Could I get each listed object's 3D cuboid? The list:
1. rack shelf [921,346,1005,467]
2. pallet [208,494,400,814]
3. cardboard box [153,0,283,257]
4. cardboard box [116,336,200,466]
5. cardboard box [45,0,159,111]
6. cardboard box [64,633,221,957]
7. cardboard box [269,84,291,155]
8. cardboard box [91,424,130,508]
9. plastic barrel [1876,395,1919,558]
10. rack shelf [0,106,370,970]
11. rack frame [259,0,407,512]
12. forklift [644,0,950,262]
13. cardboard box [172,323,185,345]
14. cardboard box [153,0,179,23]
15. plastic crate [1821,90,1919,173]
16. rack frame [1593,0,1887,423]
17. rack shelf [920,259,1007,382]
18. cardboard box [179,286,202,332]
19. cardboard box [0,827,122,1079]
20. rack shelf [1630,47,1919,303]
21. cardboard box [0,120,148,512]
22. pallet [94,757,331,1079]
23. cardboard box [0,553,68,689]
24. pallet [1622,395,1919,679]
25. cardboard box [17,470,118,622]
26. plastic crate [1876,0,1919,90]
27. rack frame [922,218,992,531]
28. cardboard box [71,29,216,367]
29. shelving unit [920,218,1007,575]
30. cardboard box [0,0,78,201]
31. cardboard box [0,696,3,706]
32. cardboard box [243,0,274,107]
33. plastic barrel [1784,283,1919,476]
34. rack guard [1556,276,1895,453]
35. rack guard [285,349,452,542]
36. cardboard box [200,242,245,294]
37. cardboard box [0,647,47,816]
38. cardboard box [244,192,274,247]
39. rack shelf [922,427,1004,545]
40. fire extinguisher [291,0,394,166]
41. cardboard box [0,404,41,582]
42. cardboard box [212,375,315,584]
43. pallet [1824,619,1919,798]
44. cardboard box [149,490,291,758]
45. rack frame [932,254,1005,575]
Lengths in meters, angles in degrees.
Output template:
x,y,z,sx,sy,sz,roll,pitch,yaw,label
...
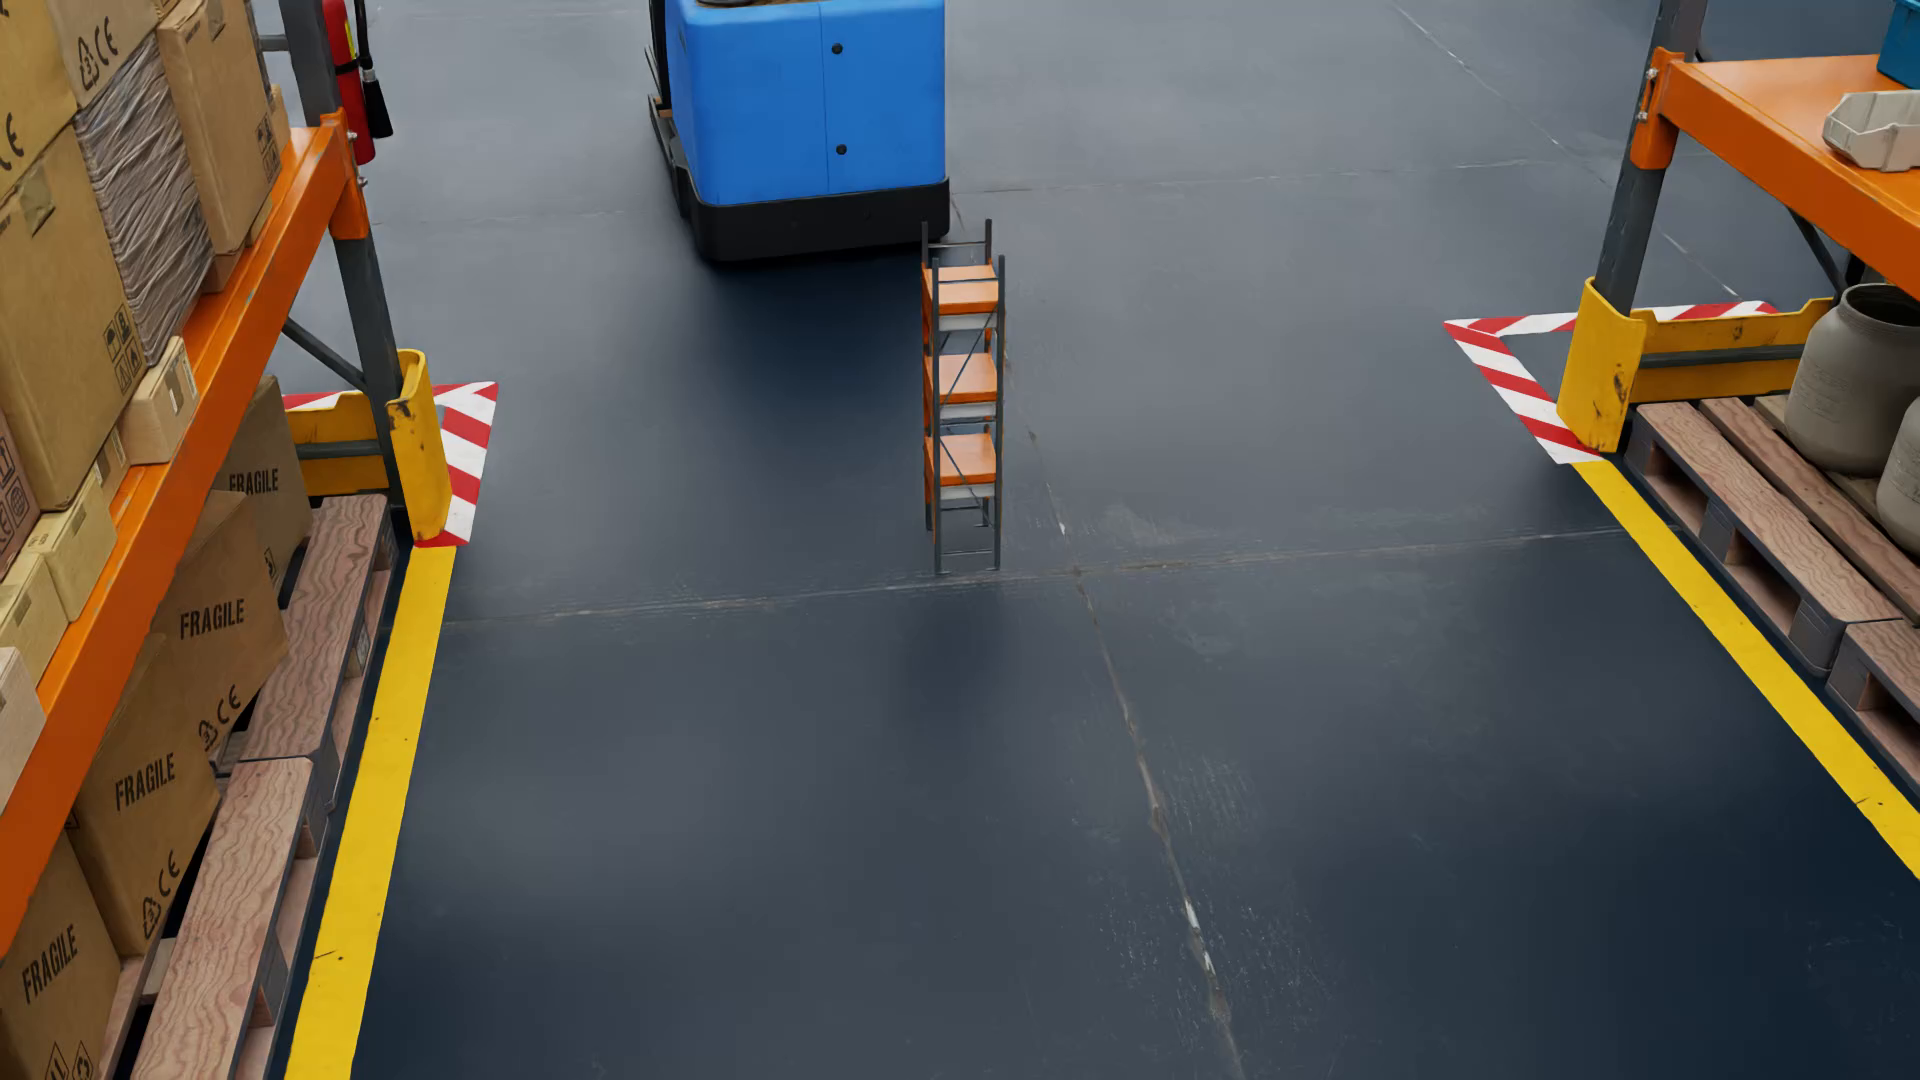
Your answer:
x,y,z,sx,sy,sz,roll,pitch,yaw,label
0.007,-0.395,4.916,0.215,0.259,0.240,-4,35,-6,rack shelf
-2.165,0.315,4.600,1.003,0.211,1.213,-4,35,-6,pallet
-2.017,-0.921,3.585,0.875,0.500,0.500,-4,35,-6,cardboard box
-1.701,-0.259,3.190,0.380,0.149,0.250,-4,35,-6,cardboard box
-1.793,-1.067,2.912,0.500,0.500,0.500,-4,35,-6,cardboard box
-2.002,0.555,3.619,0.500,0.500,0.500,-1,34,-2,cardboard box
-2.007,-1.089,4.407,0.380,0.149,0.250,-4,35,-6,cardboard box
-1.736,-0.115,2.978,0.380,0.149,0.250,-4,35,-6,cardboard box
2.890,-0.215,4.738,0.421,0.512,0.421,0,34,0,plastic barrel
-1.981,0.078,3.111,1.077,0.370,4.000,-4,35,-6,rack shelf
-2.250,-1.336,4.547,1.000,3.000,0.127,-4,35,-6,rack frame
-0.912,-3.174,7.305,1.130,2.935,3.031,-8,35,-12,forklift
-1.822,-0.392,3.385,0.380,0.149,0.250,-4,35,-6,cardboard box
-1.858,-1.346,3.321,0.500,0.500,0.500,-4,35,-6,cardboard box
2.460,-1.078,4.403,0.298,0.136,0.250,-4,35,-6,plastic crate
2.658,-1.711,5.097,1.000,3.000,0.127,-4,35,-6,rack frame
0.007,-0.630,4.757,0.215,0.259,0.240,-4,35,-6,rack shelf
-1.878,-0.530,3.587,0.380,0.149,0.250,-4,35,-6,cardboard box
-1.972,0.870,3.157,0.500,0.500,0.500,-7,35,-11,cardboard box
2.927,-0.298,3.662,1.077,0.370,4.000,-4,35,-6,rack shelf
-1.937,-0.359,2.760,0.875,0.500,0.500,-4,35,-6,cardboard box
-2.004,0.994,3.604,1.003,0.211,1.213,-4,35,-6,pallet
-1.635,0.162,2.572,0.380,0.149,0.250,-4,35,-6,cardboard box
2.819,-0.066,5.159,1.003,0.211,1.213,-4,35,-6,pallet
-1.657,0.021,2.778,0.380,0.149,0.250,-4,35,-6,cardboard box
3.022,-1.393,4.762,0.499,0.251,0.616,-4,35,-6,plastic crate
-0.009,-0.472,5.010,0.200,1.050,0.008,-4,35,-6,rack frame
-1.992,-0.639,3.171,0.875,0.500,0.500,-4,35,-6,cardboard box
0.007,-0.404,4.911,0.215,1.050,0.252,-4,35,-6,shelving unit
-1.734,-0.788,2.501,0.500,0.500,0.500,-4,35,-6,cardboard box
-1.743,0.195,1.948,0.875,0.500,0.500,-4,35,-6,cardboard box
-2.203,-1.191,3.981,0.875,0.500,0.500,-4,35,-6,cardboard box
2.823,-0.495,5.149,0.421,0.512,0.421,0,34,0,plastic barrel
2.715,-0.639,5.744,1.175,0.500,0.348,-4,35,-6,rack guard
-2.239,-0.260,5.188,1.175,0.500,0.348,-4,35,-6,rack guard
-1.871,-0.673,3.797,0.380,0.149,0.250,-4,35,-6,cardboard box
-1.560,0.298,2.372,0.380,0.149,0.250,-4,35,-6,cardboard box
-1.889,-0.813,4.003,0.380,0.149,0.250,-4,35,-6,cardboard box
0.007,-0.166,5.073,0.215,0.259,0.240,-4,35,-6,rack shelf
-1.808,-1.403,4.713,0.296,0.674,0.183,-4,35,-6,fire extinguisher
-1.910,-0.077,2.346,0.875,0.500,0.500,-4,35,-6,cardboard box
-2.182,-0.127,4.619,0.500,0.500,0.500,2,34,2,cardboard box
2.980,0.613,4.163,1.003,0.211,1.213,-4,35,-6,pallet
-2.068,0.204,4.133,0.500,0.500,0.500,4,35,6,cardboard box
0.024,-0.336,4.811,0.200,1.050,0.008,-4,35,-6,rack frame
